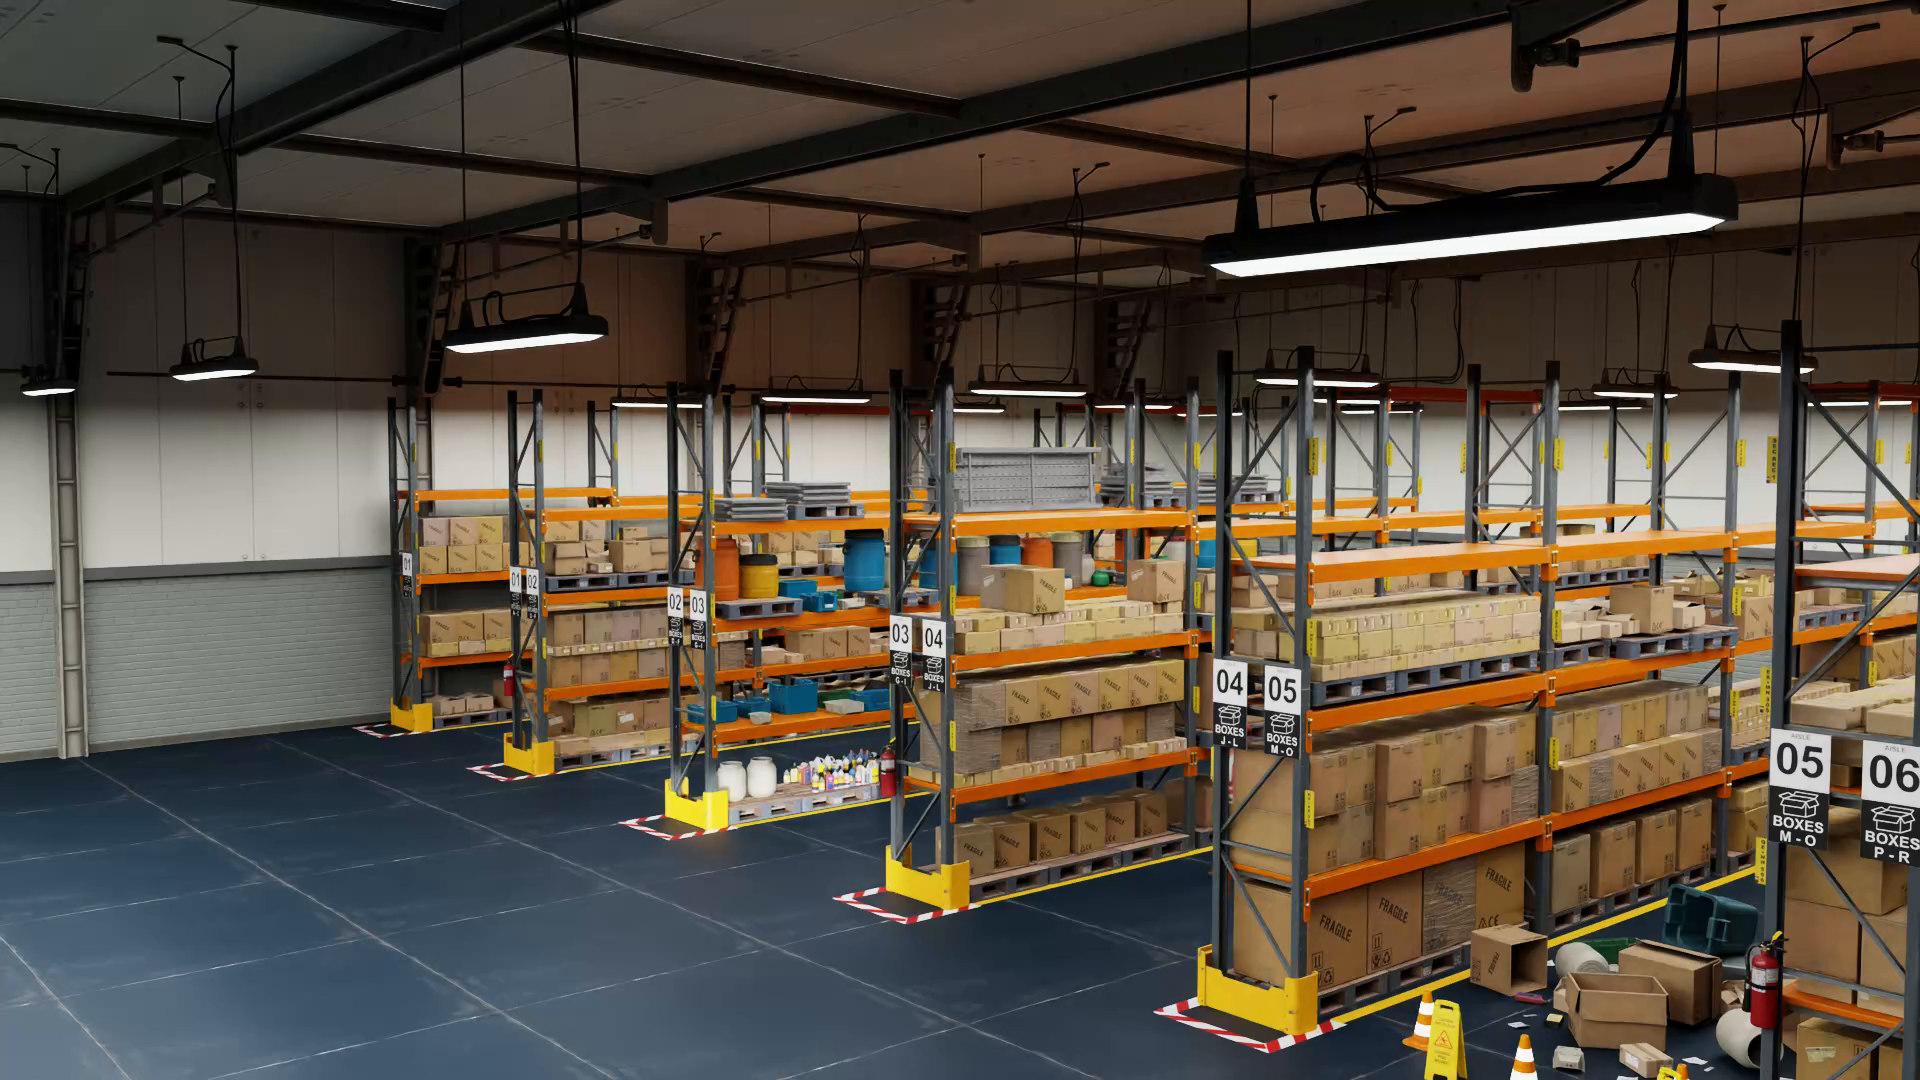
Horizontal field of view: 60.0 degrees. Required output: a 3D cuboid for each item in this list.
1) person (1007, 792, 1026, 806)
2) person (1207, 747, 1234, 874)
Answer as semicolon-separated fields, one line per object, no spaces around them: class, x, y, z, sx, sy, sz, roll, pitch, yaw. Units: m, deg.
person;0.882;2.913;23.625;0.578;1.814;0.594;3;4;42
person;3.261;3.116;19.993;0.596;1.825;0.623;-2;4;-28
